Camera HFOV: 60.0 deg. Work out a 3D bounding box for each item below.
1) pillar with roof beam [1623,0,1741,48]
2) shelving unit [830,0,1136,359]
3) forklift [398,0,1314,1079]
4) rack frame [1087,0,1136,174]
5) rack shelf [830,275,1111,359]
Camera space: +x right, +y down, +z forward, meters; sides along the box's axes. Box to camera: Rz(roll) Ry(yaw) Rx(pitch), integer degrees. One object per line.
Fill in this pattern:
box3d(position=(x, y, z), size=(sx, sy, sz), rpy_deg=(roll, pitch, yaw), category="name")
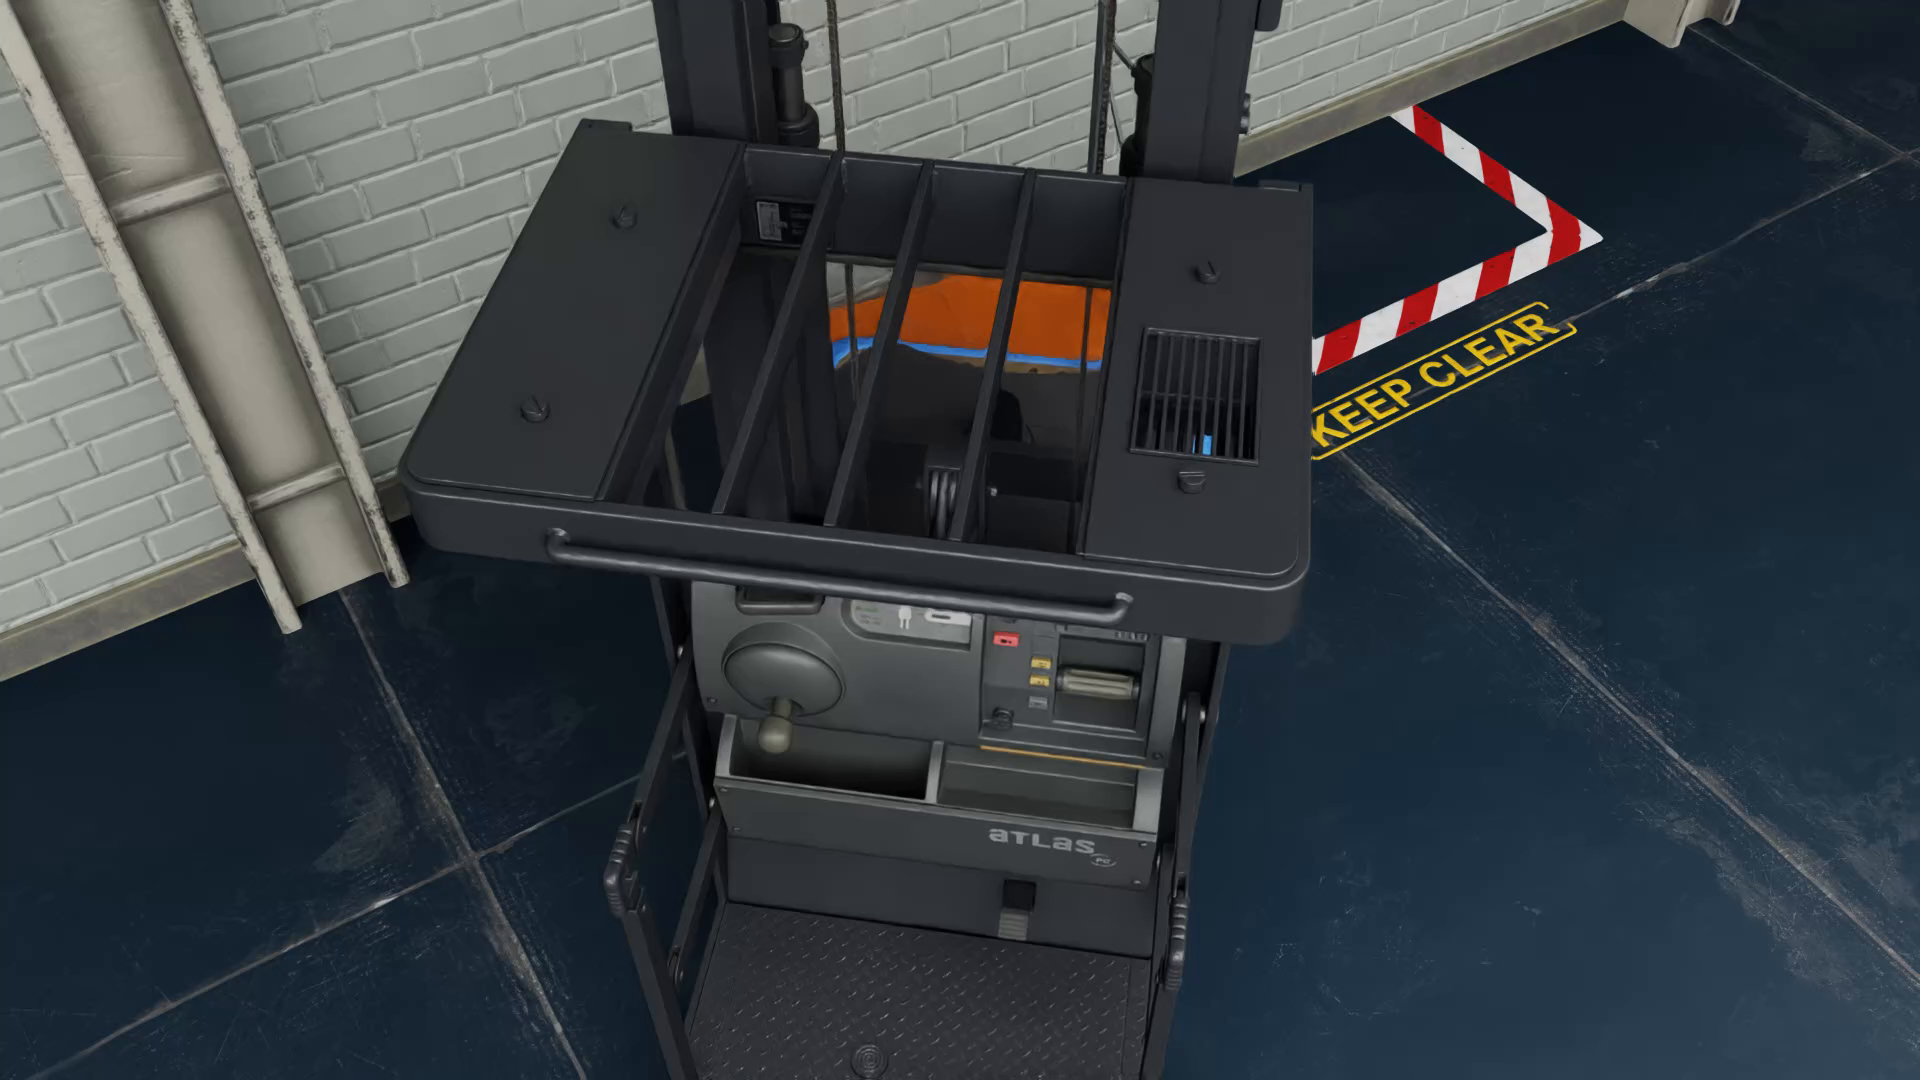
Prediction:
box3d(position=(5.427, -2.555, 1.500), size=(0.400, 9.000, 9.100), rpy_deg=(-25, 53, -21), category="pillar with roof beam")
box3d(position=(0.023, -0.685, 4.856), size=(1.083, 1.500, 0.587), rpy_deg=(-16, 50, -14), category="shelving unit")
box3d(position=(-0.076, 0.341, 2.984), size=(1.130, 2.935, 3.031), rpy_deg=(6, 49, 6), category="forklift")
box3d(position=(0.487, -0.822, 4.978), size=(0.032, 1.500, 0.500), rpy_deg=(-16, 50, -14), category="rack frame")
box3d(position=(0.014, -0.563, 4.988), size=(1.000, 0.185, 0.538), rpy_deg=(-16, 50, -14), category="rack shelf")
